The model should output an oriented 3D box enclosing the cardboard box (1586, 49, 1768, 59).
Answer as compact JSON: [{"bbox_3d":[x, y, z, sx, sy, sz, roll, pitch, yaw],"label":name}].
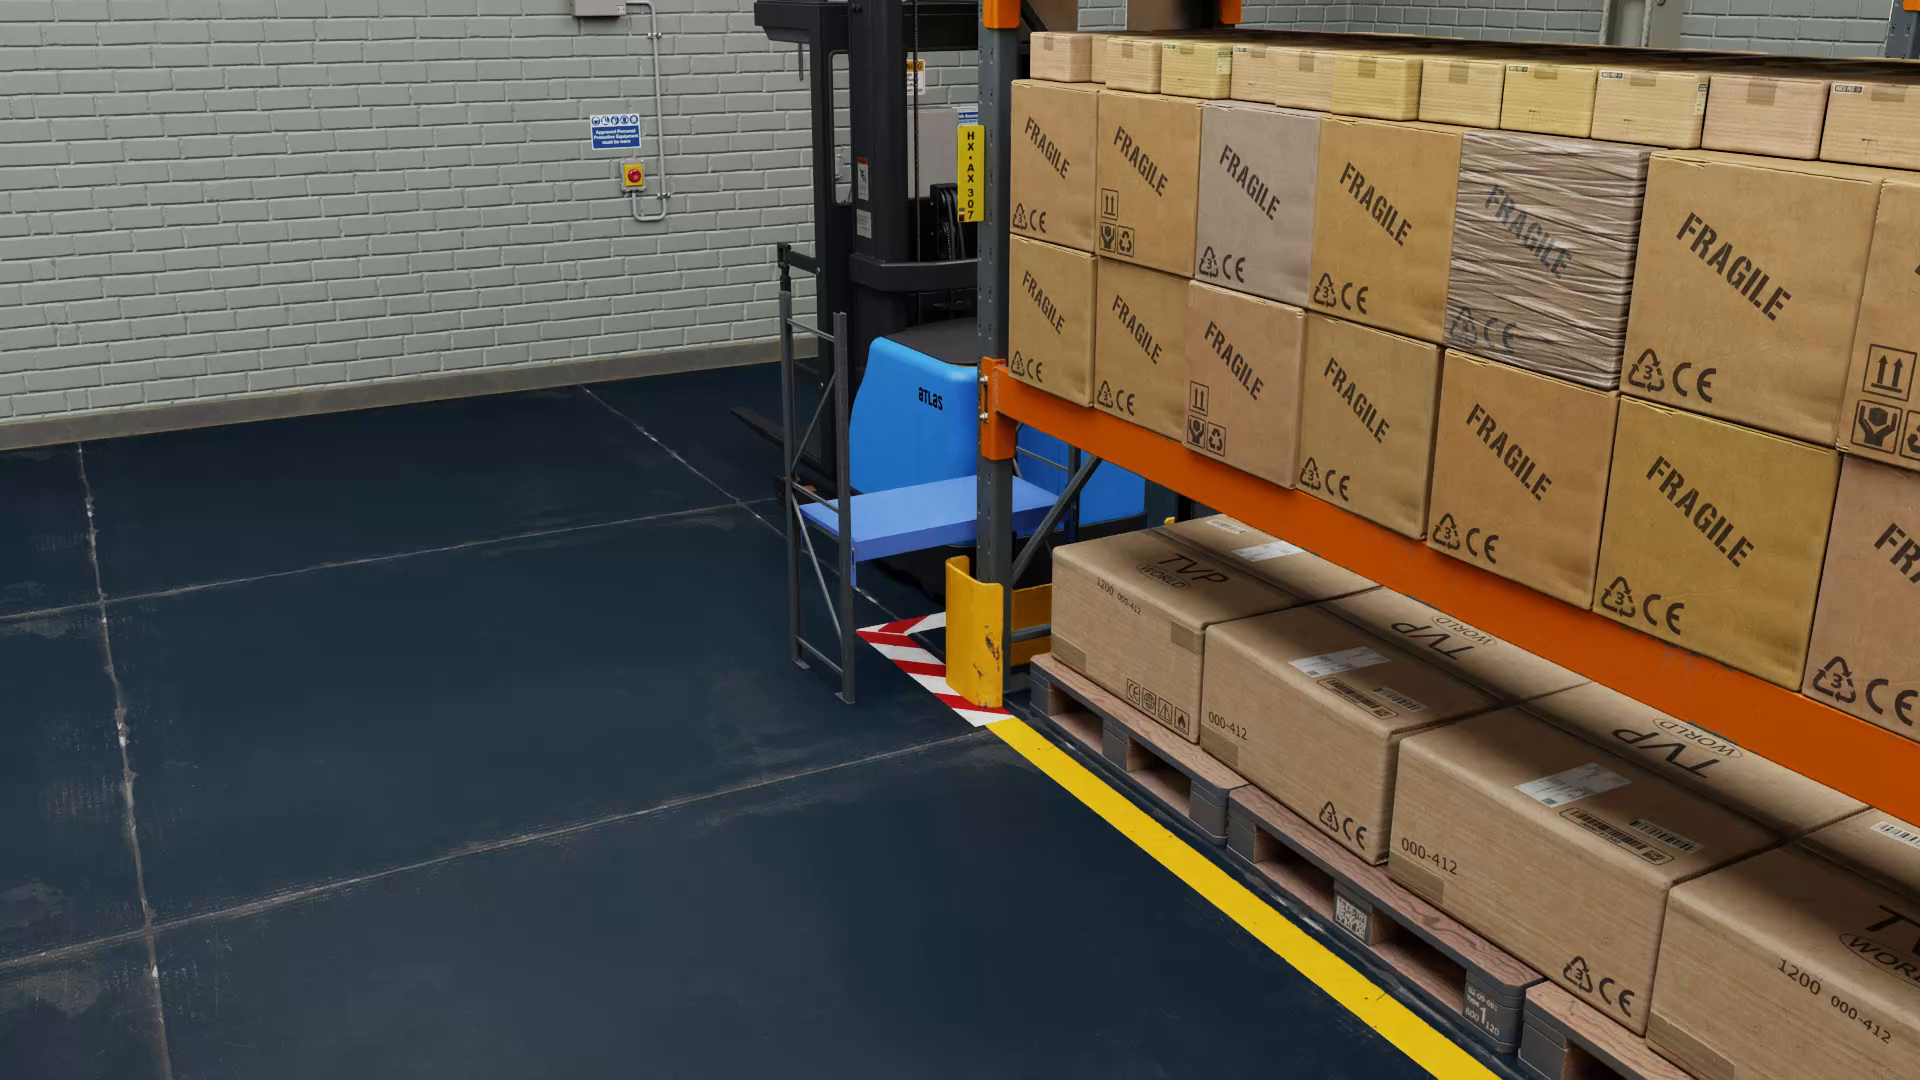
[{"bbox_3d":[1.800,-1.154,4.197,0.380,0.149,0.250,-10,21,-26],"label":"cardboard box"}]

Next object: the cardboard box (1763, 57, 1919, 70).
[{"bbox_3d":[2.048,-1.014,3.790,0.380,0.149,0.250,-11,22,-28],"label":"cardboard box"}]

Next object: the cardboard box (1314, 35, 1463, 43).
[{"bbox_3d":[1.298,-1.451,5.056,0.380,0.149,0.250,-9,21,-25],"label":"cardboard box"}]

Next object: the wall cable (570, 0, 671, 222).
[{"bbox_3d":[-2.169,-3.015,10.665,0.585,1.953,0.123,-10,21,-27],"label":"wall cable"}]

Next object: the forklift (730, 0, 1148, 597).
[{"bbox_3d":[-0.305,-1.563,8.168,1.130,2.935,3.031,-10,22,-28],"label":"forklift"}]

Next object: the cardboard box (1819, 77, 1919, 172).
[{"bbox_3d":[1.863,-0.788,3.136,0.380,0.149,0.250,-10,21,-27],"label":"cardboard box"}]

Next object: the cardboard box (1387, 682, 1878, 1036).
[{"bbox_3d":[1.799,0.802,4.492,0.875,0.438,0.875,-11,22,-28],"label":"cardboard box"}]

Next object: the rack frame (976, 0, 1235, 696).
[{"bbox_3d":[0.529,-0.905,6.155,1.000,3.000,0.127,-10,21,-27],"label":"rack frame"}]

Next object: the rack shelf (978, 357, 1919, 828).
[{"bbox_3d":[1.479,0.009,4.609,1.077,0.370,4.000,-10,21,-27],"label":"rack shelf"}]

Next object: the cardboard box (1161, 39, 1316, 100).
[{"bbox_3d":[0.805,-1.357,4.786,0.380,0.149,0.250,-11,22,-28],"label":"cardboard box"}]

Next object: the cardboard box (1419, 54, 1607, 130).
[{"bbox_3d":[1.321,-1.067,3.946,0.380,0.149,0.250,-10,21,-27],"label":"cardboard box"}]

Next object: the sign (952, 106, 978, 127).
[{"bbox_3d":[0.085,-2.895,12.067,0.329,0.494,0.001,-10,21,-27],"label":"sign"}]

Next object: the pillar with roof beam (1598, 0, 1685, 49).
[{"bbox_3d":[0.620,-4.758,8.123,9.100,9.000,0.400,-10,21,-27],"label":"pillar with roof beam"}]

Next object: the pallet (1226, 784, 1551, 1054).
[{"bbox_3d":[1.553,0.980,4.967,1.003,0.211,1.213,-10,21,-27],"label":"pallet"}]

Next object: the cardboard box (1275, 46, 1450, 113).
[{"bbox_3d":[1.057,-1.212,4.365,0.380,0.149,0.250,-10,21,-26],"label":"cardboard box"}]

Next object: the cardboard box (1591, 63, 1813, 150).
[{"bbox_3d":[1.576,-0.924,3.530,0.380,0.149,0.250,-10,21,-27],"label":"cardboard box"}]

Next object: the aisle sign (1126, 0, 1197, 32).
[{"bbox_3d":[0.768,-2.203,5.930,0.394,0.787,0.004,-10,21,-27],"label":"aisle sign"}]

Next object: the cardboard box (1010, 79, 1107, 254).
[{"bbox_3d":[0.506,-1.243,5.449,0.500,0.500,0.500,-11,22,-28],"label":"cardboard box"}]

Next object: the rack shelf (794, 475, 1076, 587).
[{"bbox_3d":[-0.102,-0.068,6.579,1.000,0.185,0.538,-11,22,-29],"label":"rack shelf"}]

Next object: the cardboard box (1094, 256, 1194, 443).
[{"bbox_3d":[0.769,-0.629,5.203,0.500,0.500,0.500,-10,22,-27],"label":"cardboard box"}]

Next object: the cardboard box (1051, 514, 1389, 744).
[{"bbox_3d":[0.931,0.282,6.001,0.875,0.438,0.875,-11,22,-28],"label":"cardboard box"}]

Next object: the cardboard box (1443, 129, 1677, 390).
[{"bbox_3d":[1.478,-0.661,3.762,0.500,0.500,0.500,-10,21,-26],"label":"cardboard box"}]

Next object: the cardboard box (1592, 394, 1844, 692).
[{"bbox_3d":[1.734,-0.044,3.508,0.500,0.500,0.500,-11,22,-28],"label":"cardboard box"}]

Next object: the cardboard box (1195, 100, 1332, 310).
[{"bbox_3d":[1.009,-0.949,4.597,0.500,0.500,0.500,-10,21,-27],"label":"cardboard box"}]

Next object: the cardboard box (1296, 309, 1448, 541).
[{"bbox_3d":[1.247,-0.339,4.362,0.500,0.500,0.500,-9,21,-25],"label":"cardboard box"}]

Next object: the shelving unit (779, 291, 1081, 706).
[{"bbox_3d":[-0.102,-0.238,6.520,1.048,1.500,0.538,-11,22,-29],"label":"shelving unit"}]

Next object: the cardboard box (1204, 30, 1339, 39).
[{"bbox_3d":[1.018,-1.590,5.461,0.380,0.149,0.250,-10,21,-26],"label":"cardboard box"}]

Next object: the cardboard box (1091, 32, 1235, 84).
[{"bbox_3d":[0.641,-1.523,5.265,0.380,0.149,0.250,-9,21,-25],"label":"cardboard box"}]

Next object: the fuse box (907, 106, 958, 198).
[{"bbox_3d":[-0.251,-2.194,11.868,0.539,1.711,0.414,-10,21,-27],"label":"fuse box"}]

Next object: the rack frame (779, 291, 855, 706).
[{"bbox_3d":[-0.539,-0.153,6.275,0.032,1.500,0.500,-11,22,-29],"label":"rack frame"}]

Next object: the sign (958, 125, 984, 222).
[{"bbox_3d":[0.038,-1.267,5.757,0.100,0.325,0.005,-10,21,-27],"label":"sign"}]

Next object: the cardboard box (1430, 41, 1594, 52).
[{"bbox_3d":[1.530,-1.302,4.625,0.380,0.149,0.250,-9,21,-25],"label":"cardboard box"}]

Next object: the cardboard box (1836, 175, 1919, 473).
[{"bbox_3d":[1.962,-0.369,2.917,0.500,0.500,0.500,-10,21,-27],"label":"cardboard box"}]

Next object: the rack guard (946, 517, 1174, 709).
[{"bbox_3d":[0.518,0.270,6.583,1.175,0.500,0.348,-10,21,-27],"label":"rack guard"}]
